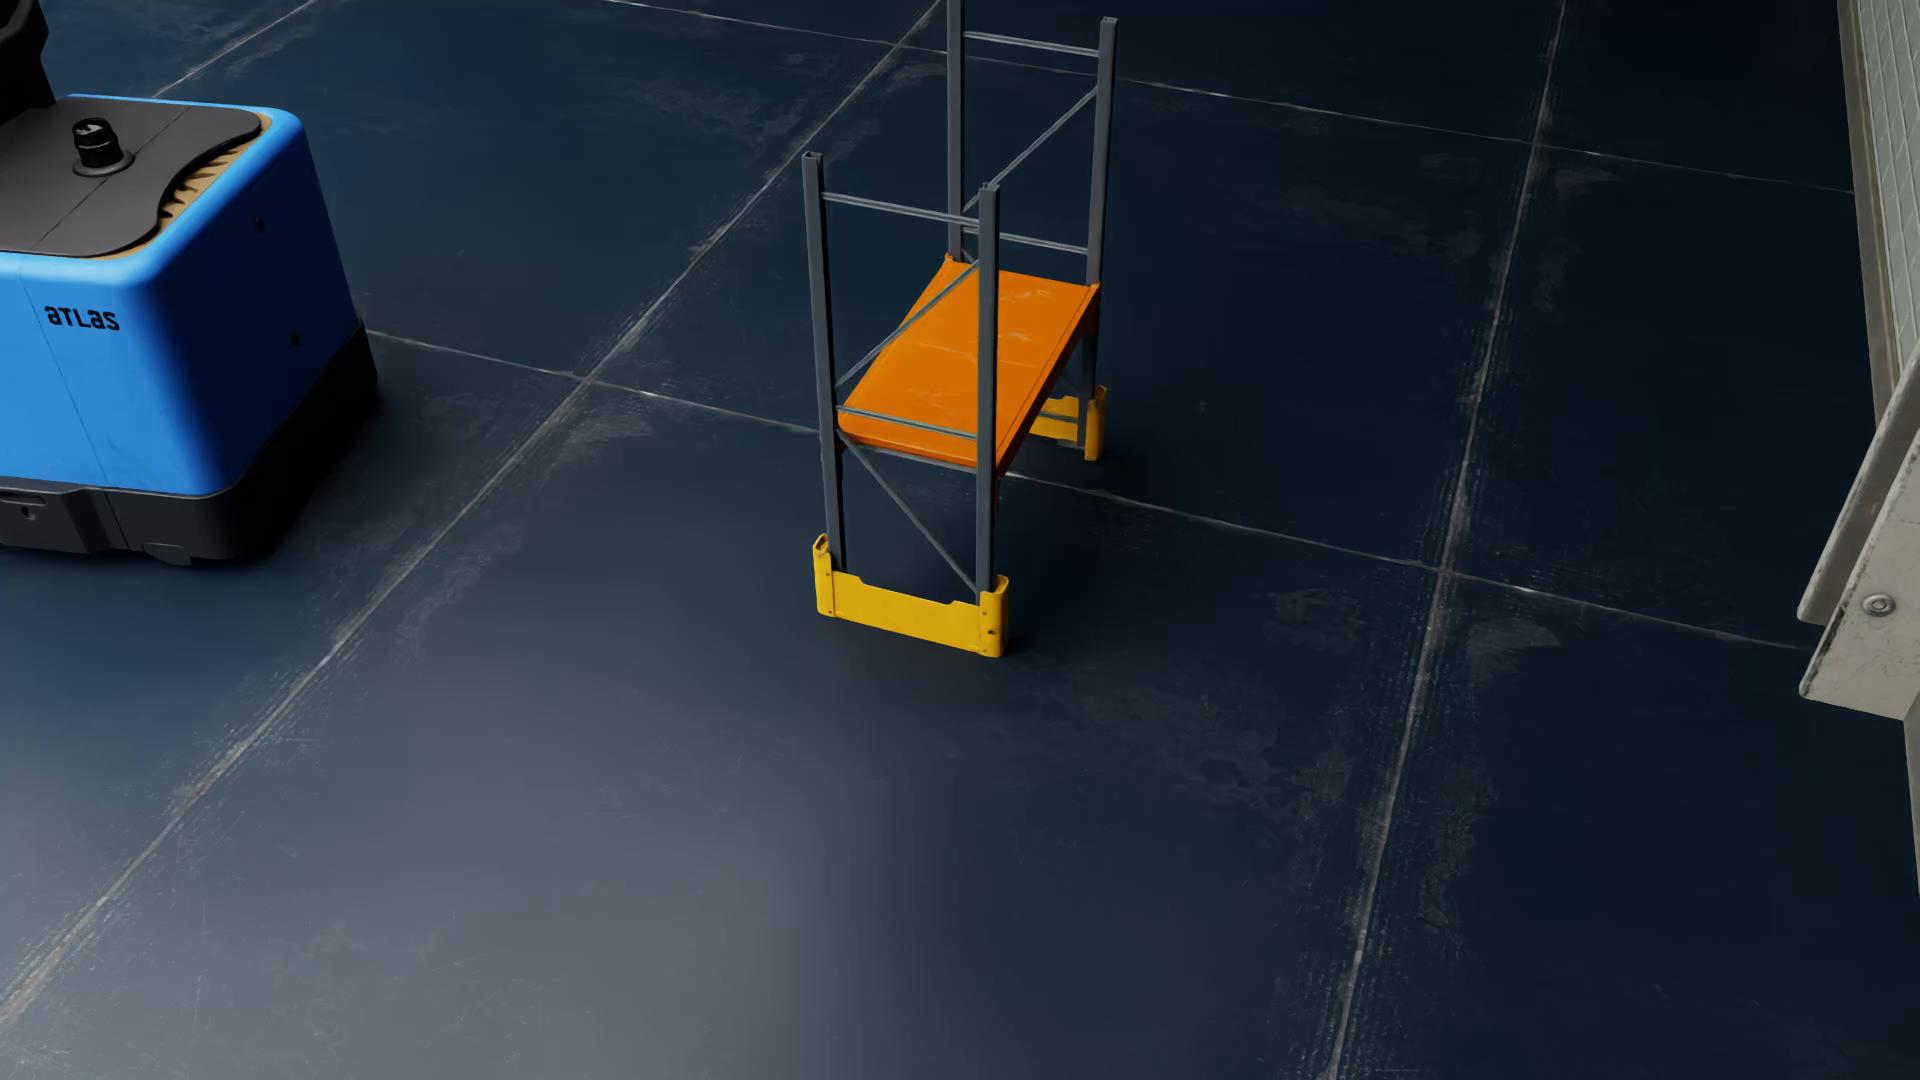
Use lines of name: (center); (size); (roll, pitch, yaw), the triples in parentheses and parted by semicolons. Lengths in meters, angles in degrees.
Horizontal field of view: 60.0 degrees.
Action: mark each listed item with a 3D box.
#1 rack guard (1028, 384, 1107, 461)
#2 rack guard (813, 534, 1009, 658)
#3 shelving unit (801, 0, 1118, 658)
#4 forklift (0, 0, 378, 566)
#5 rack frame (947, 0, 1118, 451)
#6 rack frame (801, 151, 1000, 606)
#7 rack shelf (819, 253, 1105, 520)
rack guard: (0.196, -0.445, 5.579); (0.587, 0.250, 0.087); (13, 42, 15)
rack guard: (-0.144, 0.162, 4.867); (0.587, 0.250, 0.087); (13, 42, 15)
shelving unit: (0.026, -0.617, 4.818); (0.587, 1.500, 1.083); (13, 42, 15)
forklift: (-3.587, -1.479, 4.725); (3.031, 2.935, 1.130); (6, 41, 7)
rack frame: (0.203, -0.933, 5.188); (0.500, 1.500, 0.032); (13, 42, 15)
rack frame: (-0.145, -0.313, 4.461); (0.500, 1.500, 0.032); (13, 42, 15)
rack shelf: (0.029, -0.486, 4.941); (0.538, 0.185, 1.000); (13, 42, 15)
